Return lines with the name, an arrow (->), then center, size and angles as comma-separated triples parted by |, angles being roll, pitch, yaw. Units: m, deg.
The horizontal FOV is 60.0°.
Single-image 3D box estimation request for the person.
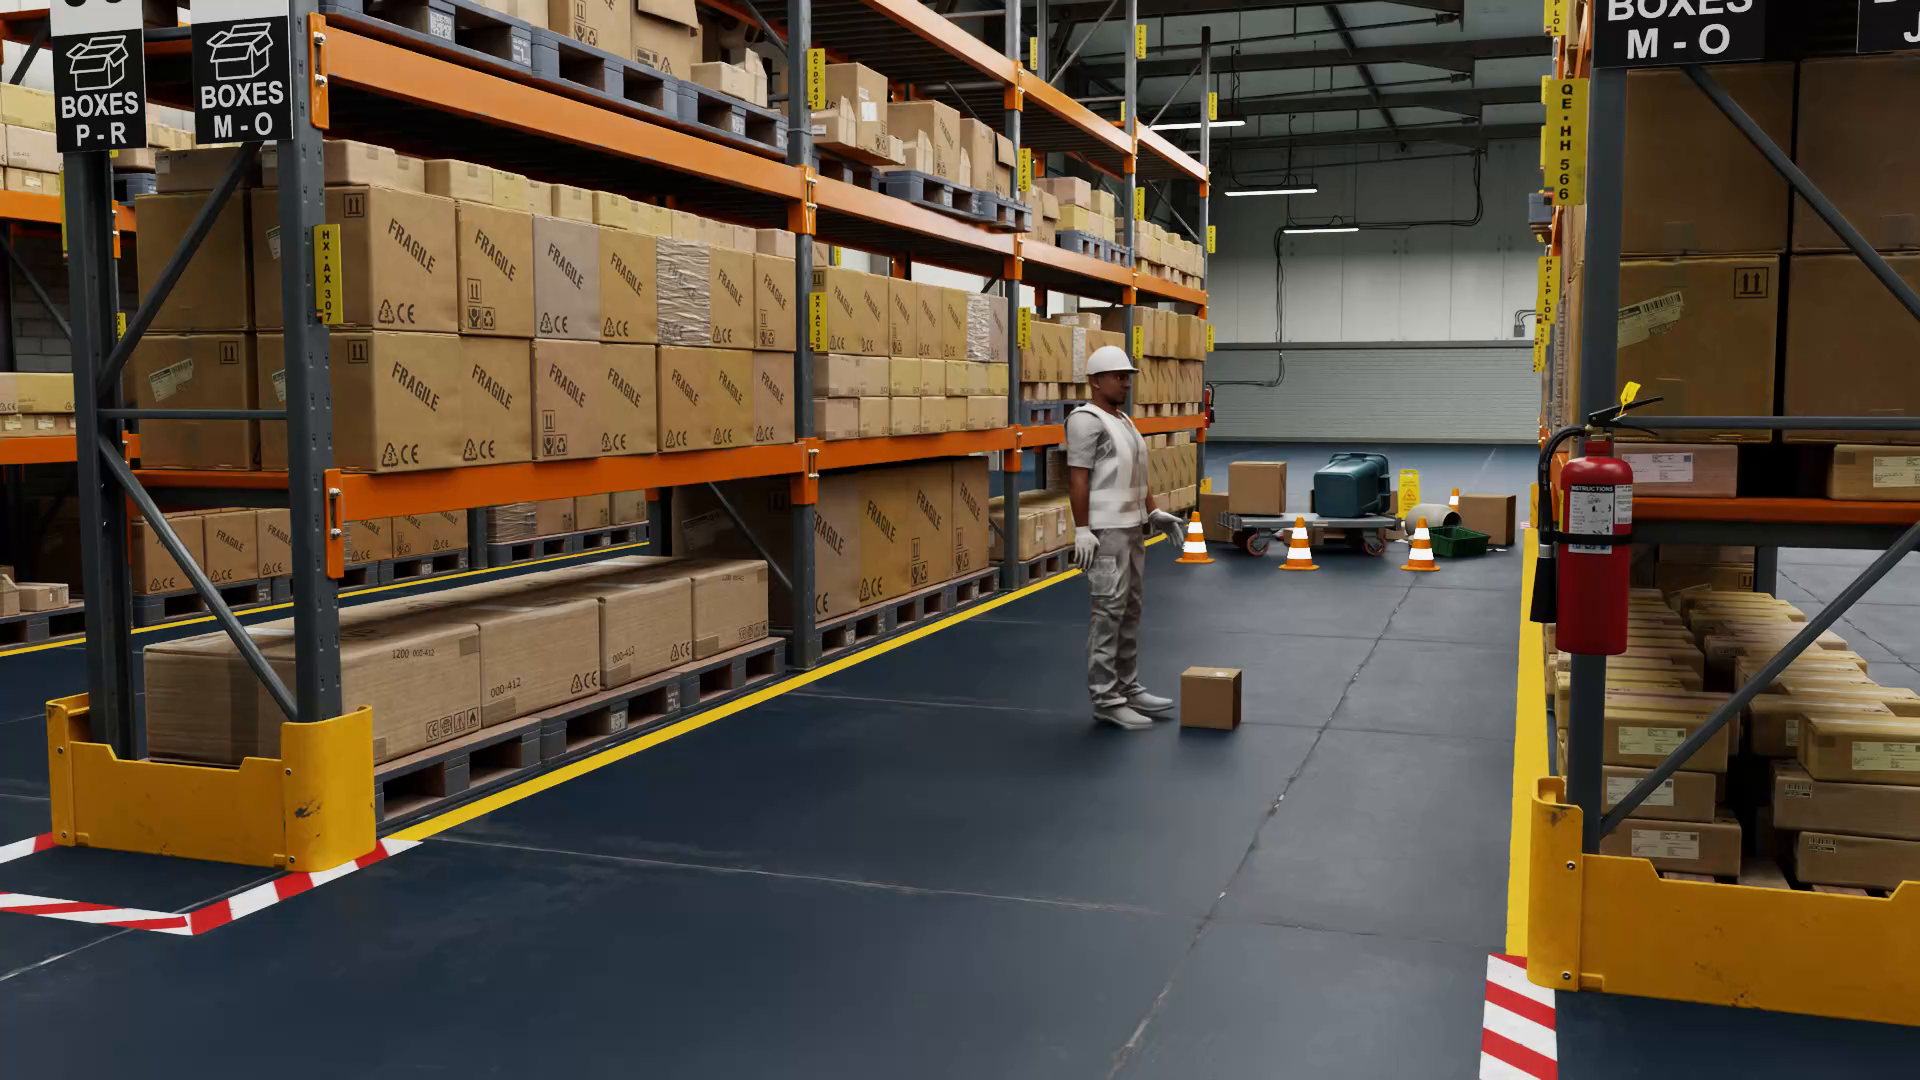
person -> 0.787, -0.030, 8.032 | 0.491, 1.808, 0.570 | 2, 6, 24
